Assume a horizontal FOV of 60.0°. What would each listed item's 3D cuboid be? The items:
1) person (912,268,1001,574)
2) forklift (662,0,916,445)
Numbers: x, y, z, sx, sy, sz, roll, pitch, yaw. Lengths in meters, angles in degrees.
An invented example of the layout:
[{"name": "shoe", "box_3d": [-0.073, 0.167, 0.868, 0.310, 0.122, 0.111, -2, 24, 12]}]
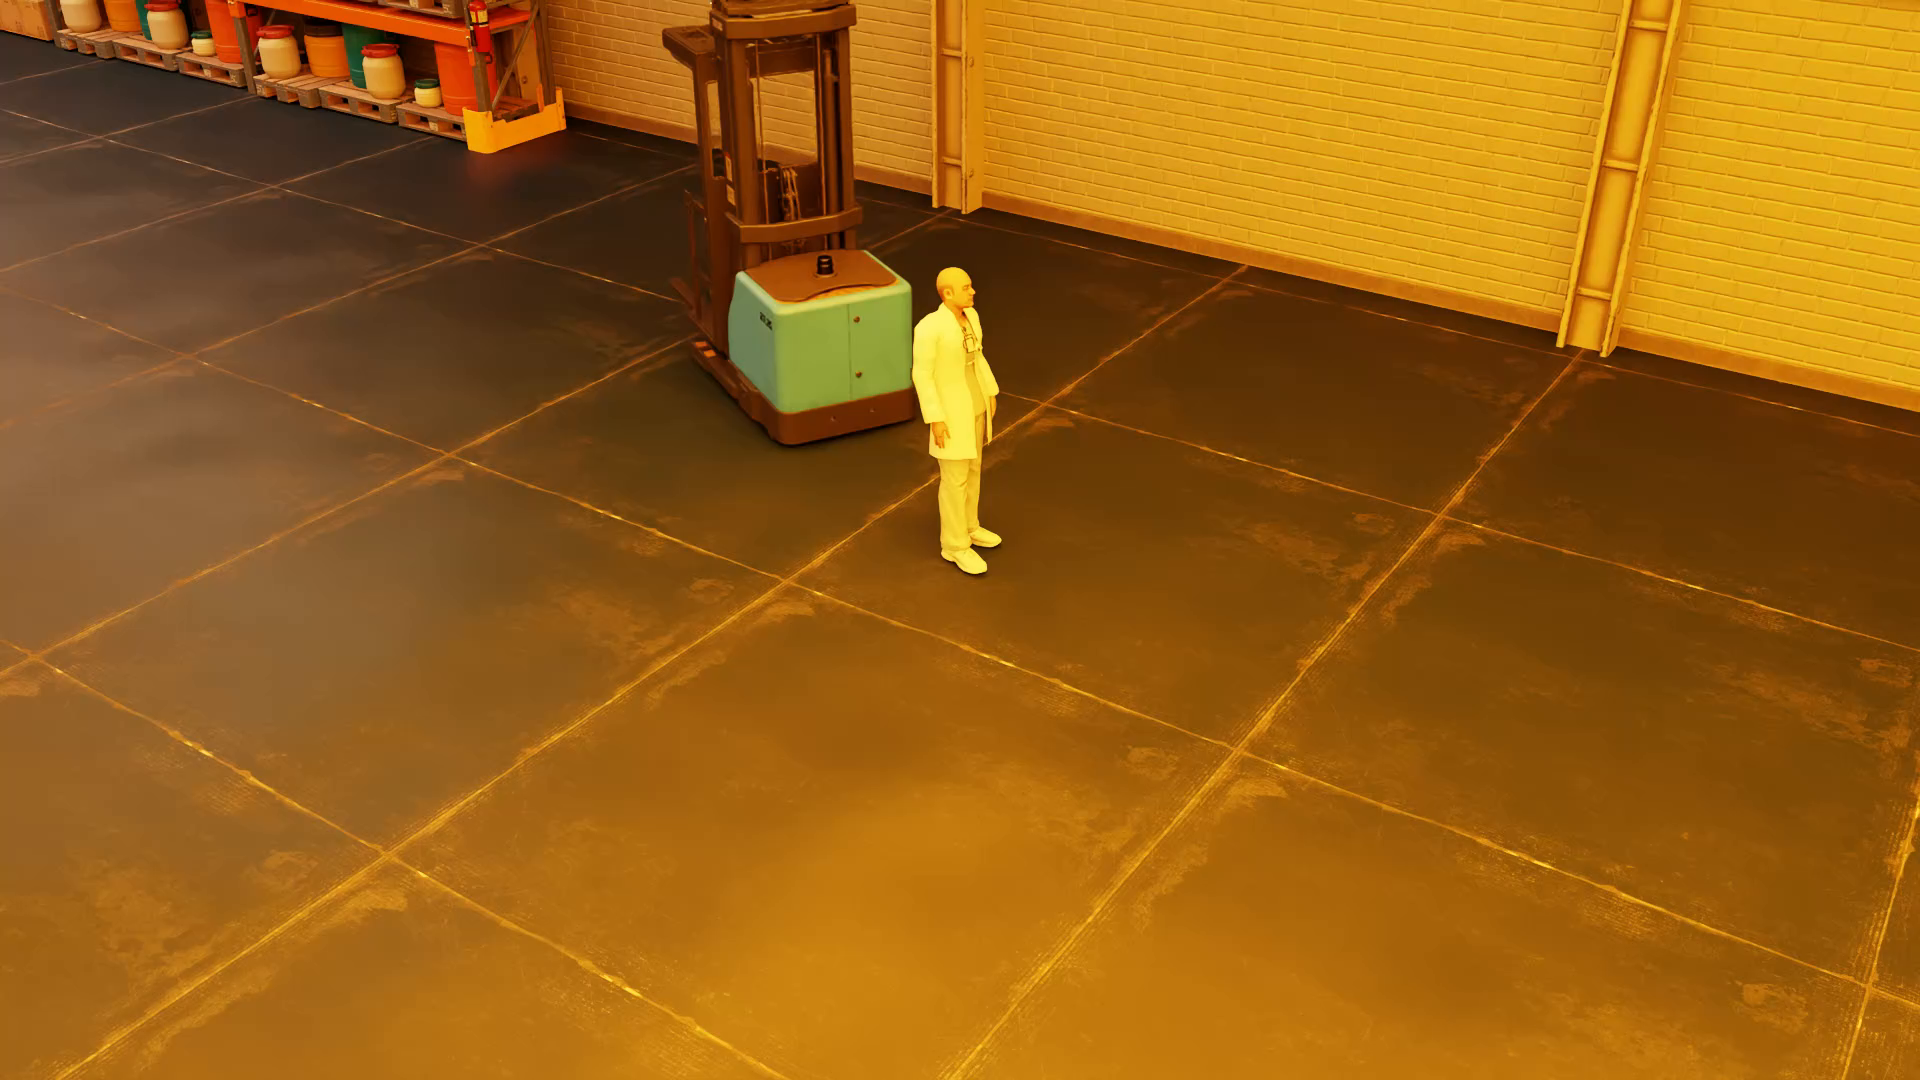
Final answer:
[{"name": "person", "box_3d": [0.074, -0.748, 10.003, 0.578, 1.778, 0.696, 19, 35, 29]}, {"name": "forklift", "box_3d": [-1.431, -2.641, 12.128, 1.130, 2.935, 3.031, -14, 33, -23]}]
